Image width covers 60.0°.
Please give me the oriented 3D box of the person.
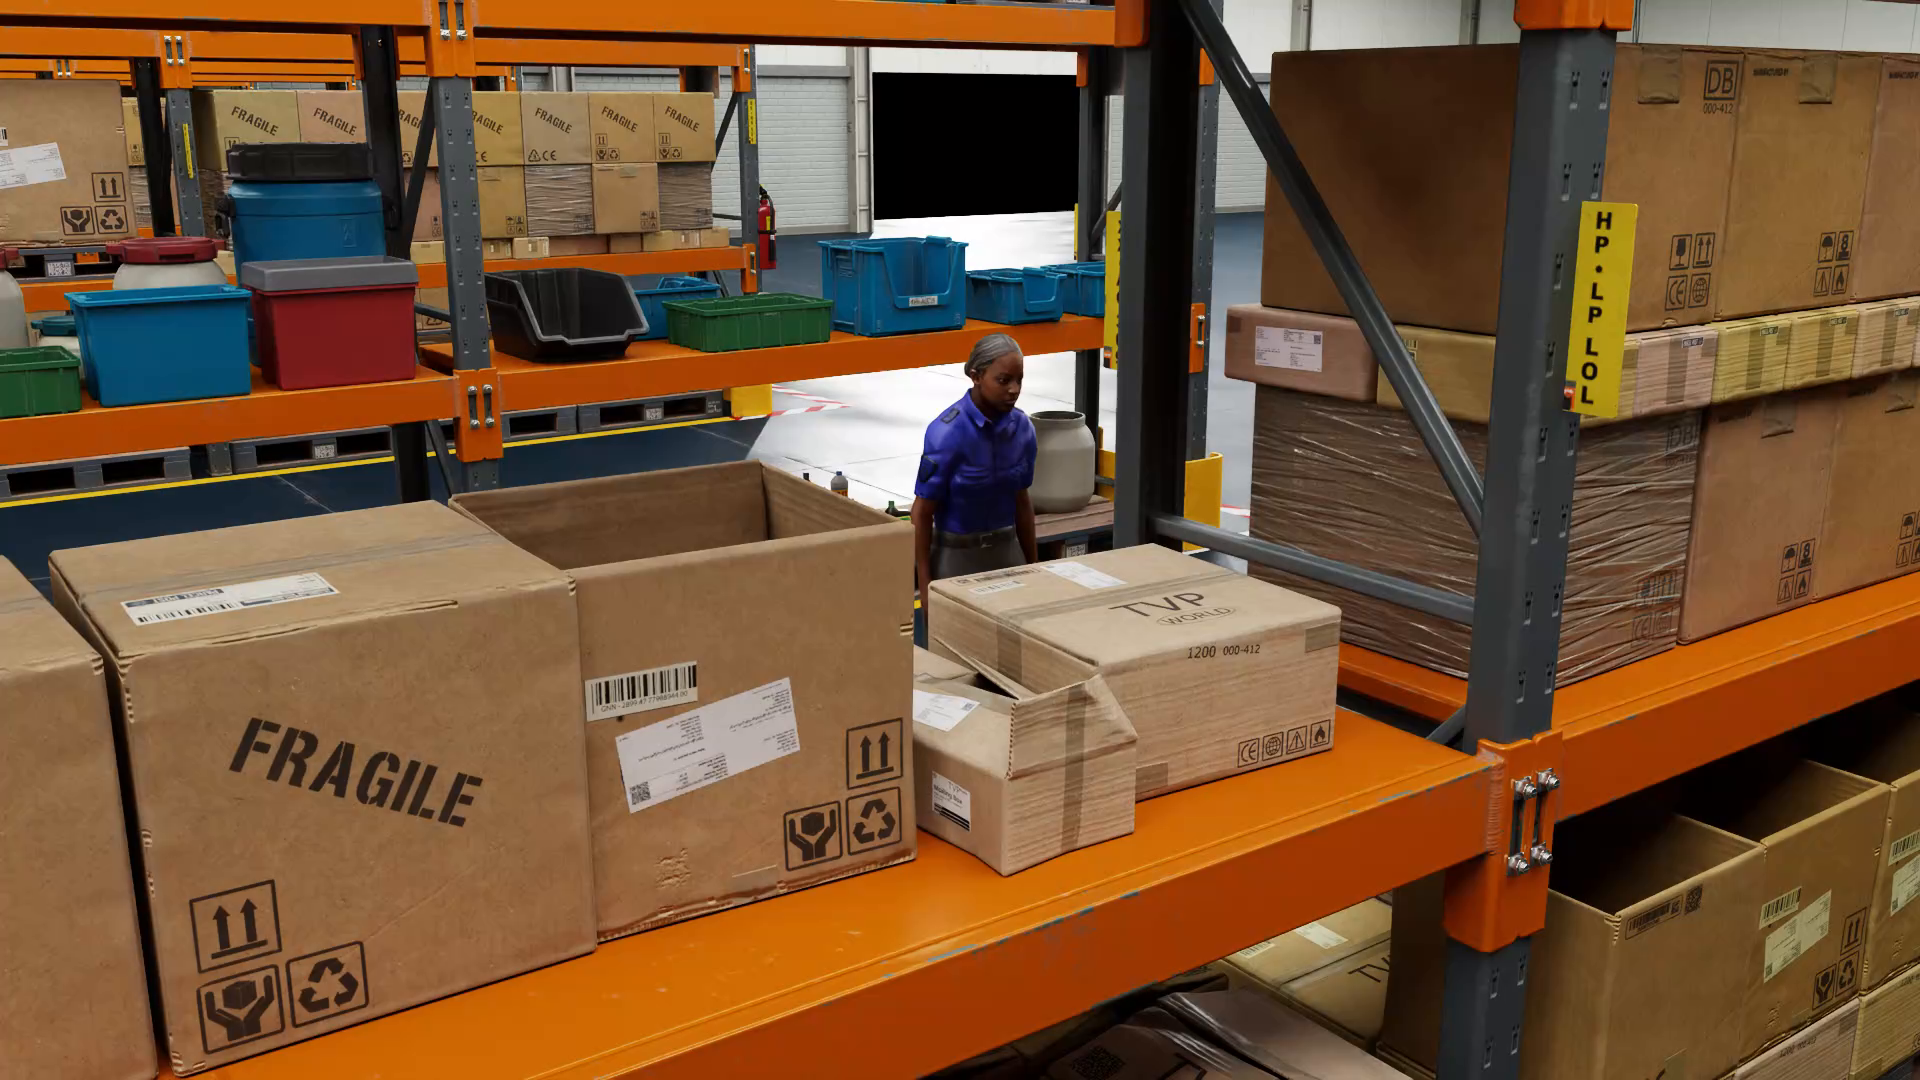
[{"bbox_3d":[0.074,0.136,5.500,0.503,1.654,0.395,-10,18,-34],"label":"person"}]
